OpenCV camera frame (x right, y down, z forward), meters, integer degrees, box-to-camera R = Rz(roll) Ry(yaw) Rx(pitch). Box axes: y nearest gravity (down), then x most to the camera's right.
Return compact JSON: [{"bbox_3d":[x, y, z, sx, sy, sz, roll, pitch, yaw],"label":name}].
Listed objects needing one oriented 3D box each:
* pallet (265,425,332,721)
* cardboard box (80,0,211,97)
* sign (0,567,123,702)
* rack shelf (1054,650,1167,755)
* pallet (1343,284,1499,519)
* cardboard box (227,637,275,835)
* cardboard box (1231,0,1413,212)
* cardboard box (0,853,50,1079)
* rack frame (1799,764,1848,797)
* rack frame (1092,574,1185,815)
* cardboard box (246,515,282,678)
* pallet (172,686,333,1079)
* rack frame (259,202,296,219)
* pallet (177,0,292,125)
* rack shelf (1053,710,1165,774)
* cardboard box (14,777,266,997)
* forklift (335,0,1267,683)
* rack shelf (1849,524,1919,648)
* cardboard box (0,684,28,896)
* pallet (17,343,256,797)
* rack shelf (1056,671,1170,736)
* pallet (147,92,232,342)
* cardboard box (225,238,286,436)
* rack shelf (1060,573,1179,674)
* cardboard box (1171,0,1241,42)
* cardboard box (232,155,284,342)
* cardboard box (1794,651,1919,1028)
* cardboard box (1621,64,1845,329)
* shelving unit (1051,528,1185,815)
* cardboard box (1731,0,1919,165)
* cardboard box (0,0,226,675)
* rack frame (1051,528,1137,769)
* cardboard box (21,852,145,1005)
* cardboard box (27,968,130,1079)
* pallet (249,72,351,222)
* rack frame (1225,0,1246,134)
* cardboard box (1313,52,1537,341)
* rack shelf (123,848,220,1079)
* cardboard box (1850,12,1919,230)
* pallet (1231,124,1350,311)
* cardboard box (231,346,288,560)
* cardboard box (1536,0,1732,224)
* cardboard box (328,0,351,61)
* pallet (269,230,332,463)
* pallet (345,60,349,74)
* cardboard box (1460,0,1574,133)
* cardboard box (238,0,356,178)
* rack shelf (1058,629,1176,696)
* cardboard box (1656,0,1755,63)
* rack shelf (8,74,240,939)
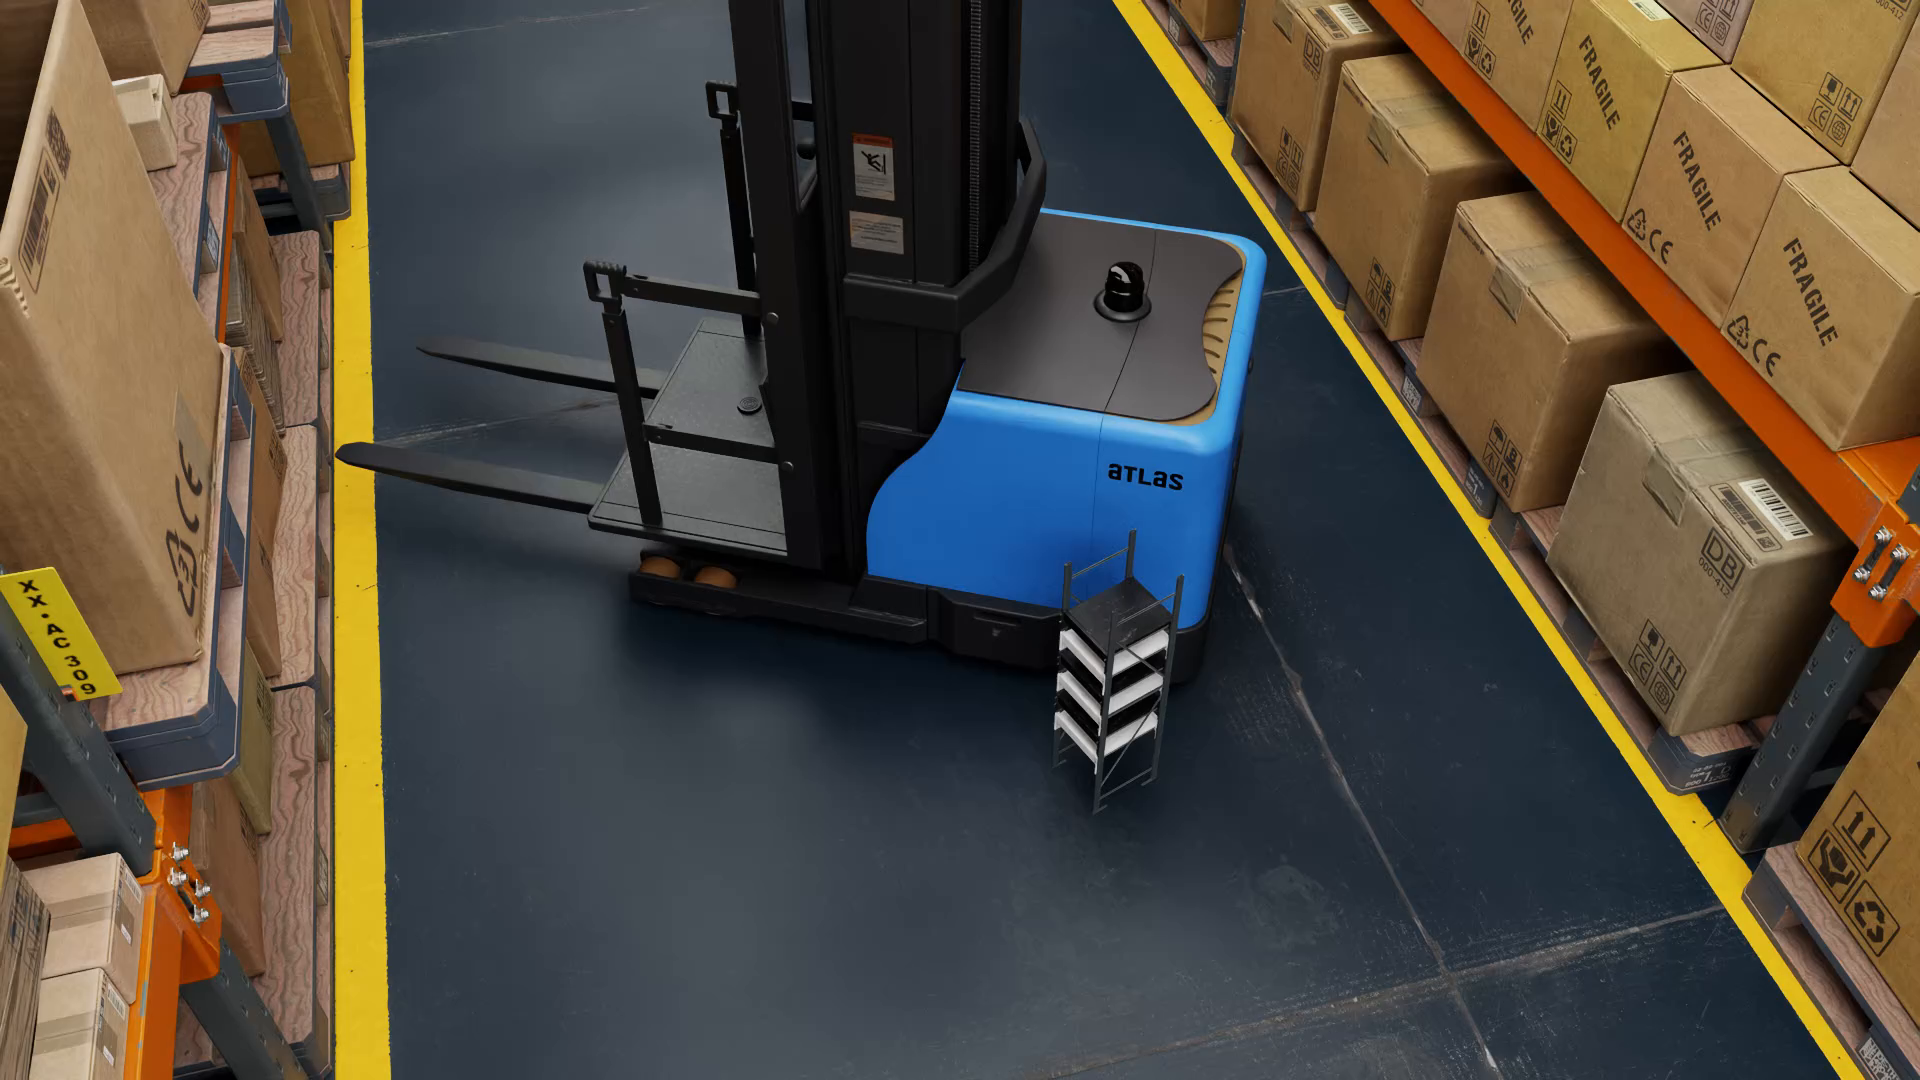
[{"bbox_3d":[-2.599,0.171,5.435,1.003,0.211,1.213,-11,47,-10],"label":"pallet"},{"bbox_3d":[-2.689,-1.635,4.888,0.700,0.500,0.500,-4,46,-4],"label":"cardboard box"},{"bbox_3d":[-1.559,0.169,2.878,0.100,0.325,0.005,-11,47,-10],"label":"sign"},{"bbox_3d":[0.437,0.419,4.760,0.258,0.252,0.200,-26,51,-23],"label":"rack shelf"},{"bbox_3d":[2.152,-0.648,6.237,1.003,0.211,1.213,-11,47,-10],"label":"pallet"},{"bbox_3d":[-2.322,0.537,4.566,0.700,0.500,0.500,-11,47,-11],"label":"cardboard box"},{"bbox_3d":[0.328,0.007,4.582,5.455,1.239,5.693,-11,47,-11],"label":"cardboard box"},{"bbox_3d":[-2.026,0.759,2.628,0.875,0.500,0.500,-11,47,-10],"label":"cardboard box"},{"bbox_3d":[2.735,-0.260,3.905,0.949,2.616,0.053,-11,47,-10],"label":"rack frame"},{"bbox_3d":[0.494,0.454,4.675,0.240,0.900,0.006,-26,51,-23],"label":"rack frame"},{"bbox_3d":[-2.466,0.150,4.945,0.700,0.500,0.500,-14,47,-14],"label":"cardboard box"},{"bbox_3d":[-2.283,1.015,4.608,1.003,0.211,1.213,-11,47,-10],"label":"pallet"},{"bbox_3d":[-3.103,-2.186,5.792,0.949,2.616,0.053,-11,47,-10],"label":"rack frame"},{"bbox_3d":[-2.821,-1.646,5.397,1.213,0.211,1.003,-11,47,-10],"label":"pallet"},{"bbox_3d":[0.437,0.543,4.887,0.258,0.077,0.200,-26,51,-23],"label":"rack shelf"},{"bbox_3d":[-2.218,0.869,4.240,0.700,0.500,0.500,-14,47,-13],"label":"cardboard box"},{"bbox_3d":[-3.806,-1.540,5.207,9.518,2.935,1.550,10,46,10],"label":"forklift"},{"bbox_3d":[3.251,1.372,2.809,1.077,0.370,4.000,-11,47,-10],"label":"rack shelf"},{"bbox_3d":[-1.701,0.347,2.331,0.500,0.500,0.500,-11,47,-10],"label":"cardboard box"},{"bbox_3d":[-2.137,0.089,3.697,1.003,0.211,1.213,-11,47,-10],"label":"pallet"},{"bbox_3d":[0.437,0.417,4.758,0.258,0.077,0.200,-26,51,-23],"label":"rack shelf"},{"bbox_3d":[-2.560,-0.759,4.528,1.003,0.211,1.213,-11,47,-10],"label":"pallet"},{"bbox_3d":[-2.761,-0.625,5.704,0.700,0.500,0.500,-14,47,-14],"label":"cardboard box"},{"bbox_3d":[6.759,-0.129,3.187,9.927,2.546,8.471,-26,51,-23],"label":"rack shelf"},{"bbox_3d":[1.293,-2.701,7.753,0.500,0.500,0.500,-11,47,-11],"label":"cardboard box"},{"bbox_3d":[-2.915,-1.006,6.077,0.700,0.500,0.500,-13,47,-12],"label":"cardboard box"},{"bbox_3d":[2.832,0.783,4.076,0.875,0.875,0.875,-10,46,-10],"label":"cardboard box"},{"bbox_3d":[2.217,-0.956,4.517,0.500,0.500,0.500,-11,47,-11],"label":"cardboard box"},{"bbox_3d":[6.757,0.096,3.420,9.927,3.194,8.476,-26,51,-23],"label":"shelving unit"},{"bbox_3d":[2.472,-1.342,4.195,0.700,0.500,0.500,-11,47,-11],"label":"cardboard box"},{"bbox_3d":[-2.150,-0.355,3.284,1.000,1.000,1.000,-10,46,-10],"label":"cardboard box"},{"bbox_3d":[0.379,0.333,4.793,0.240,0.900,0.006,-26,51,-23],"label":"rack frame"},{"bbox_3d":[-1.743,0.759,3.082,0.380,0.149,0.250,-11,47,-10],"label":"cardboard box"},{"bbox_3d":[-1.688,0.933,2.911,0.380,0.149,0.250,-11,47,-10],"label":"cardboard box"},{"bbox_3d":[-3.235,-1.768,7.334,1.003,0.211,1.213,-11,47,-10],"label":"pallet"},{"bbox_3d":[1.715,-3.023,6.612,1.000,3.000,0.127,-11,47,-10],"label":"rack frame"},{"bbox_3d":[2.011,-1.342,6.246,1.050,0.750,0.750,-10,46,-10],"label":"cardboard box"},{"bbox_3d":[-1.570,2.209,1.989,1.077,0.370,4.000,-11,47,-10],"label":"rack shelf"},{"bbox_3d":[2.606,-0.988,3.848,0.700,0.500,0.500,-11,47,-11],"label":"cardboard box"},{"bbox_3d":[1.844,-1.488,7.061,1.003,0.211,1.213,-11,47,-10],"label":"pallet"},{"bbox_3d":[-2.609,-0.235,5.322,0.700,0.500,0.500,-7,46,-7],"label":"cardboard box"},{"bbox_3d":[2.088,-1.305,4.859,0.500,0.500,0.500,-10,46,-10],"label":"cardboard box"},{"bbox_3d":[-3.483,-2.686,7.476,1.225,0.875,0.875,-11,47,-10],"label":"cardboard box"},{"bbox_3d":[-10.761,-1.232,6.809,15.783,0.211,6.755,-11,47,-10],"label":"pallet"},{"bbox_3d":[-3.544,-2.608,8.158,1.003,0.211,1.213,-11,47,-10],"label":"pallet"},{"bbox_3d":[1.956,-1.655,5.202,0.500,0.500,0.500,-11,47,-11],"label":"cardboard box"},{"bbox_3d":[-3.262,-2.069,6.871,1.225,0.875,0.875,-13,47,-12],"label":"cardboard box"},{"bbox_3d":[0.437,0.291,4.629,0.258,0.077,0.200,-26,51,-23],"label":"rack shelf"},{"bbox_3d":[2.343,-1.691,4.537,0.700,0.500,0.500,-10,46,-10],"label":"cardboard box"},{"bbox_3d":[-2.594,-0.553,4.695,1.077,0.370,4.000,-11,47,-10],"label":"rack shelf"}]
